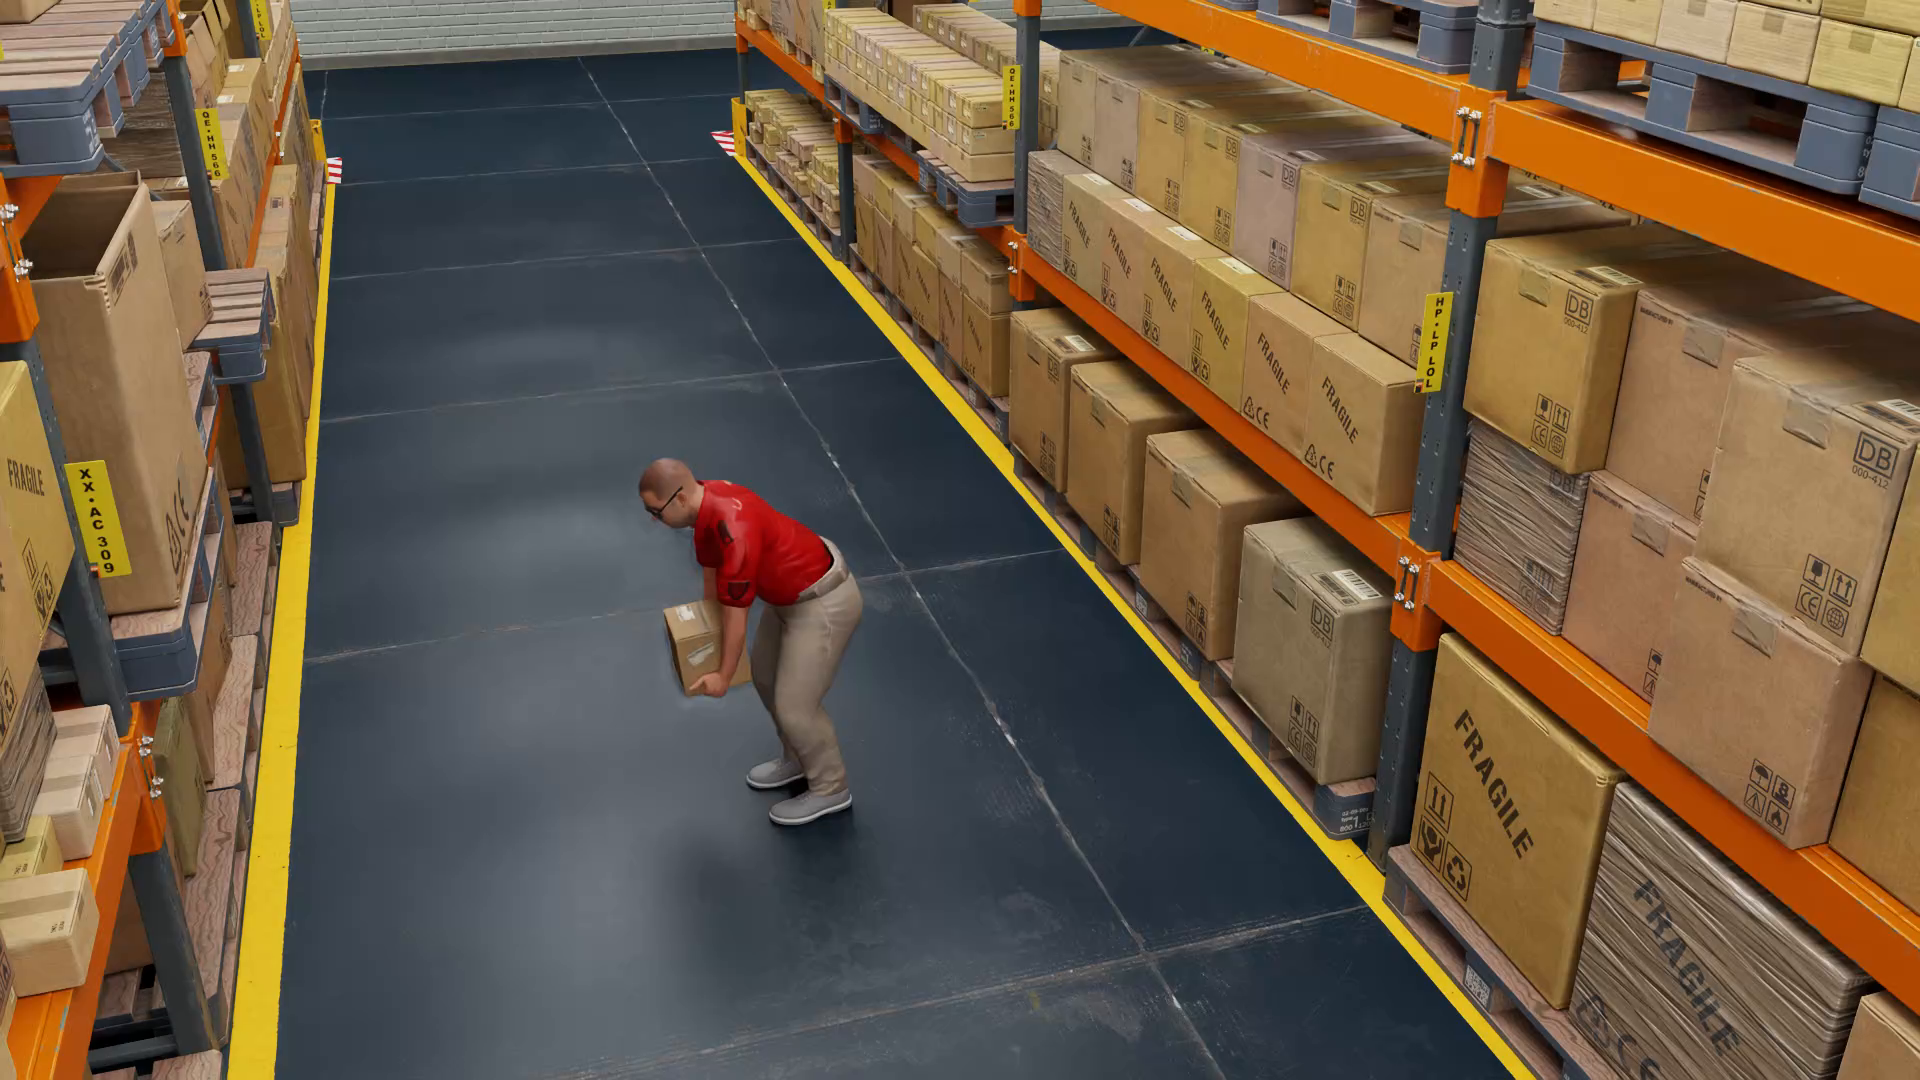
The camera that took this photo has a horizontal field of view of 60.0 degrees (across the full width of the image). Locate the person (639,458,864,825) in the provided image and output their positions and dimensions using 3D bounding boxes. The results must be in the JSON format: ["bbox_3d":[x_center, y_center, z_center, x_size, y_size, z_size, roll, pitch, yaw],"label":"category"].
[{"bbox_3d":[-0.752,0.349,6.187,0.779,1.501,0.476,-9,28,-17],"label":"person"}]
